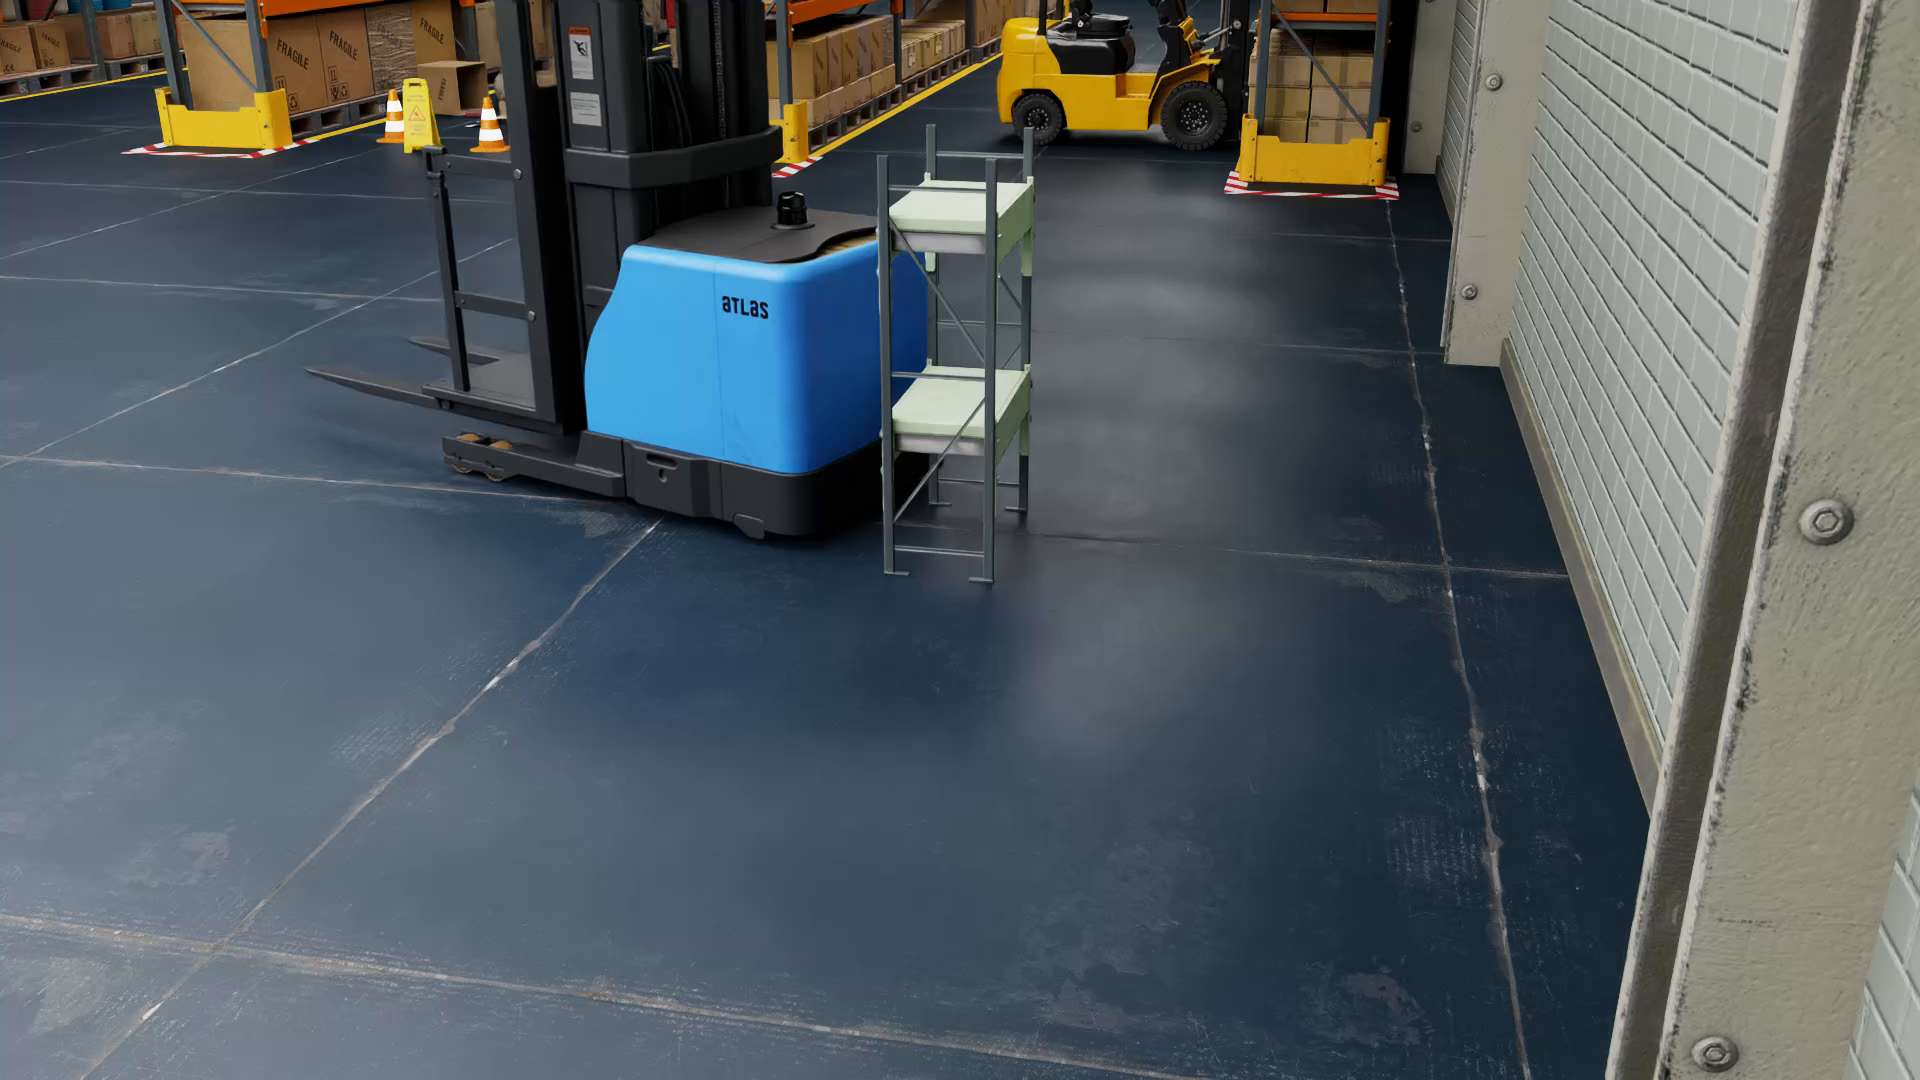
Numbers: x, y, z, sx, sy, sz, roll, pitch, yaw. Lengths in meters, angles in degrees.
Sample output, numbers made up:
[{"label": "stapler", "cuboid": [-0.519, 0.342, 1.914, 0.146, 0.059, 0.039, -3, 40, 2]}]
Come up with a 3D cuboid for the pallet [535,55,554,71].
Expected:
[{"label": "pallet", "cuboid": [-5.674, -5.998, 20.964, 1.003, 0.211, 1.213, 4, 22, 11]}]

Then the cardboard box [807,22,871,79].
[{"label": "cardboard box", "cuboid": [-1.201, -4.873, 16.553, 0.500, 0.500, 0.500, 6, 23, 14]}]

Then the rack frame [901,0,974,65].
[{"label": "rack frame", "cuboid": [-0.321, -7.678, 21.404, 1.000, 3.000, 0.127, 4, 22, 11]}]

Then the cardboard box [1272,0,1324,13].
[{"label": "cardboard box", "cuboid": [2.750, -4.622, 13.681, 0.500, 0.500, 0.500, 4, 22, 10]}]

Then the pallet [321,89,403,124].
[{"label": "pallet", "cuboid": [-6.483, -4.543, 17.351, 1.003, 0.211, 1.213, 4, 22, 11]}]

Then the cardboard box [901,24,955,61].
[{"label": "cardboard box", "cuboid": [-0.589, -6.178, 20.633, 0.950, 0.372, 0.625, 4, 22, 10]}]

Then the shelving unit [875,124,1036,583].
[{"label": "shelving unit", "cuboid": [-0.001, -0.693, 6.067, 0.431, 1.500, 0.755, 4, 22, 11]}]

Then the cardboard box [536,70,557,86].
[{"label": "cardboard box", "cuboid": [-4.074, -4.430, 16.680, 0.797, 0.503, 0.637, -11, 25, -26]}]

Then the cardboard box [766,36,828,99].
[{"label": "cardboard box", "cuboid": [-1.514, -4.302, 15.136, 0.500, 0.500, 0.500, 4, 22, 9]}]

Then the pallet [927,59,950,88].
[{"label": "pallet", "cuboid": [-0.733, -5.654, 20.111, 1.003, 0.211, 1.213, 4, 22, 11]}]

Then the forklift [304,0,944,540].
[{"label": "forklift", "cuboid": [-1.592, -1.757, 6.793, 3.031, 2.935, 1.130, 13, 25, 29]}]

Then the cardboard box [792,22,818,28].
[{"label": "cardboard box", "cuboid": [-1.727, -4.901, 16.623, 0.500, 0.500, 0.500, 6, 23, 14]}]

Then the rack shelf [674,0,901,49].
[{"label": "rack shelf", "cuboid": [-1.546, -5.150, 16.090, 1.077, 0.370, 4.000, 4, 22, 11]}]

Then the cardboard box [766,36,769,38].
[{"label": "cardboard box", "cuboid": [-2.046, -4.333, 15.211, 0.500, 0.500, 0.500, 5, 22, 11]}]

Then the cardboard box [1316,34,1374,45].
[{"label": "cardboard box", "cuboid": [3.512, -4.472, 15.222, 0.500, 0.250, 0.500, 4, 22, 10]}]

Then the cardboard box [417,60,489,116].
[{"label": "cardboard box", "cuboid": [-5.316, -4.752, 17.479, 0.500, 0.500, 0.500, 8, 23, 20]}]

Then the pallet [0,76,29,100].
[{"label": "pallet", "cuboid": [-11.188, -4.982, 18.440, 1.003, 0.211, 1.213, 4, 22, 11]}]

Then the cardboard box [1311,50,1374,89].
[{"label": "cardboard box", "cuboid": [3.190, -3.920, 13.852, 0.500, 0.250, 0.500, 4, 22, 10]}]

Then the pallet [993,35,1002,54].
[{"label": "pallet", "cuboid": [0.164, -7.112, 23.731, 1.003, 0.211, 1.213, 4, 22, 11]}]

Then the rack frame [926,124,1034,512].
[{"label": "rack frame", "cuboid": [0.073, -0.827, 6.400, 0.400, 1.500, 0.023, 4, 22, 11]}]

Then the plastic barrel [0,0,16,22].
[{"label": "plastic barrel", "cuboid": [-14.761, -8.246, 25.580, 0.421, 0.512, 0.421, 0, 22, 0]}]

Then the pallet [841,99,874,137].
[{"label": "pallet", "cuboid": [-1.487, -4.226, 16.565, 1.003, 0.211, 1.213, 4, 22, 11]}]

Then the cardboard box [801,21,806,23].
[{"label": "cardboard box", "cuboid": [-1.762, -5.260, 16.646, 0.380, 0.149, 0.250, 6, 23, 14]}]

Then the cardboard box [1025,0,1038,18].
[{"label": "cardboard box", "cuboid": [0.728, -8.369, 25.986, 0.875, 0.438, 0.875, 4, 22, 10]}]

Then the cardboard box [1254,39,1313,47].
[{"label": "cardboard box", "cuboid": [2.887, -4.323, 14.853, 0.500, 0.250, 0.500, 5, 22, 12]}]

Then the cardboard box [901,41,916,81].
[{"label": "cardboard box", "cuboid": [-1.033, -5.383, 18.661, 0.950, 0.372, 0.625, 5, 22, 12]}]

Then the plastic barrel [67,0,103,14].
[{"label": "plastic barrel", "cuboid": [-14.328, -9.039, 27.029, 0.600, 0.901, 0.708, 4, 22, 11]}]

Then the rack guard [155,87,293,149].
[{"label": "rack guard", "cuboid": [-6.825, -3.925, 15.429, 1.175, 0.500, 0.348, 4, 22, 11]}]

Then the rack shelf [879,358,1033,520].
[{"label": "rack shelf", "cuboid": [-0.001, -0.391, 6.189, 0.431, 0.370, 0.720, 4, 22, 11]}]

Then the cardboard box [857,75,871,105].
[{"label": "cardboard box", "cuboid": [-1.202, -4.517, 16.673, 0.500, 0.250, 0.500, 5, 22, 12]}]

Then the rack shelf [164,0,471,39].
[{"label": "rack shelf", "cuboid": [-6.412, -5.491, 16.935, 1.077, 0.370, 4.000, 4, 22, 11]}]

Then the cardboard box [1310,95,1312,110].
[{"label": "cardboard box", "cuboid": [3.297, -3.867, 14.390, 0.500, 0.250, 0.500, 4, 22, 10]}]

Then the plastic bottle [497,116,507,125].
[{"label": "plastic bottle", "cuboid": [-4.624, -4.259, 16.846, 0.133, 0.061, 0.283, -3, 22, -8]}]

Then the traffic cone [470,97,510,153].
[{"label": "traffic cone", "cuboid": [-4.285, -3.792, 15.149, 0.336, 0.463, 0.334, 4, 22, 11]}]

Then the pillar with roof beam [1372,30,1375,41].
[{"label": "pillar with roof beam", "cuboid": [2.165, -12.061, 24.256, 9.100, 9.000, 0.400, 4, 22, 11]}]

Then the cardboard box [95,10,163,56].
[{"label": "cardboard box", "cuboid": [-10.577, -6.411, 21.015, 0.700, 0.500, 0.500, 4, 22, 11]}]

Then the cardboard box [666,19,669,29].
[{"label": "cardboard box", "cuboid": [-4.490, -7.852, 24.619, 0.500, 0.500, 0.500, 4, 22, 10]}]

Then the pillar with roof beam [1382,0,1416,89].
[{"label": "pillar with roof beam", "cuboid": [0.941, -9.867, 18.807, 9.100, 9.000, 0.400, 4, 22, 11]}]

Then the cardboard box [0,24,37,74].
[{"label": "cardboard box", "cuboid": [-11.069, -5.653, 19.158, 0.500, 0.500, 0.500, 12, 25, 28]}]

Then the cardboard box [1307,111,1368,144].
[{"label": "cardboard box", "cuboid": [3.198, -3.460, 14.047, 0.500, 0.250, 0.500, 5, 22, 11]}]

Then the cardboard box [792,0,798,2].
[{"label": "cardboard box", "cuboid": [-1.644, -4.838, 14.687, 0.380, 0.149, 0.250, 5, 22, 12]}]

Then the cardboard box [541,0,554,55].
[{"label": "cardboard box", "cuboid": [-5.575, -6.634, 21.260, 1.050, 0.750, 0.750, 5, 22, 12]}]

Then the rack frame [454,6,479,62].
[{"label": "rack frame", "cuboid": [-6.004, -6.556, 18.617, 1.000, 3.000, 0.127, 4, 22, 11]}]

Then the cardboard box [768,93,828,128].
[{"label": "cardboard box", "cuboid": [-1.518, -3.946, 15.254, 0.500, 0.250, 0.500, 4, 22, 10]}]

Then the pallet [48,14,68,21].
[{"label": "pallet", "cuboid": [-14.500, -8.254, 26.566, 1.003, 0.211, 1.213, 4, 22, 11]}]

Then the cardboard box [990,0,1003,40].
[{"label": "cardboard box", "cuboid": [0.087, -7.460, 23.143, 0.875, 0.875, 0.875, 5, 22, 12]}]

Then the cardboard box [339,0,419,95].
[{"label": "cardboard box", "cuboid": [-6.381, -5.210, 17.558, 0.875, 0.875, 0.875, 5, 22, 11]}]

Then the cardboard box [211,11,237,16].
[{"label": "cardboard box", "cuboid": [-10.241, -7.028, 22.546, 0.700, 0.500, 0.500, 3, 22, 6]}]

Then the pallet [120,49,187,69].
[{"label": "pallet", "cuboid": [-10.435, -6.410, 21.987, 1.003, 0.211, 1.213, 4, 22, 11]}]
